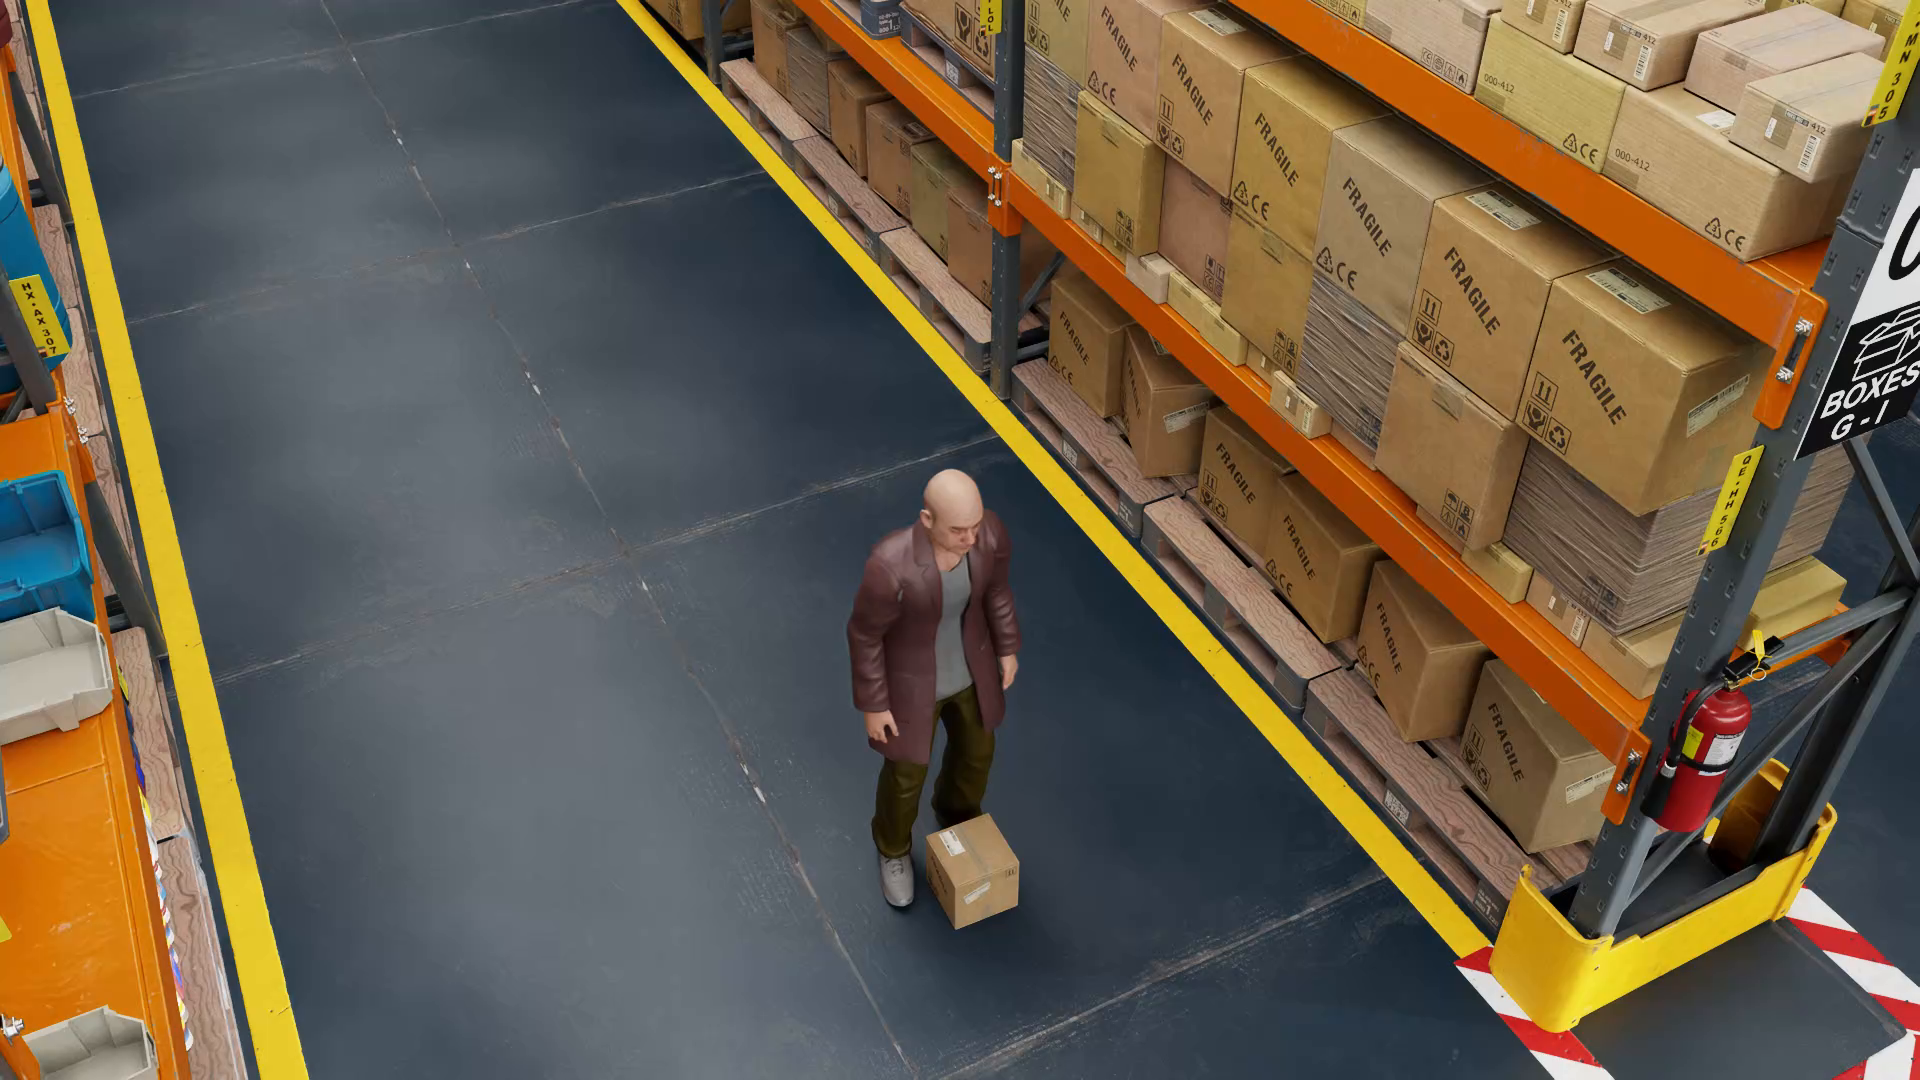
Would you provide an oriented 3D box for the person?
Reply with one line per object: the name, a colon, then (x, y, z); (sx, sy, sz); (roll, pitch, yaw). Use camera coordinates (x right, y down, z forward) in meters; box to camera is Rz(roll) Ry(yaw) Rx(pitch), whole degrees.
person: (-0.069, 0.463, 5.633); (0.648, 1.772, 0.429); (-21, 45, -23)
